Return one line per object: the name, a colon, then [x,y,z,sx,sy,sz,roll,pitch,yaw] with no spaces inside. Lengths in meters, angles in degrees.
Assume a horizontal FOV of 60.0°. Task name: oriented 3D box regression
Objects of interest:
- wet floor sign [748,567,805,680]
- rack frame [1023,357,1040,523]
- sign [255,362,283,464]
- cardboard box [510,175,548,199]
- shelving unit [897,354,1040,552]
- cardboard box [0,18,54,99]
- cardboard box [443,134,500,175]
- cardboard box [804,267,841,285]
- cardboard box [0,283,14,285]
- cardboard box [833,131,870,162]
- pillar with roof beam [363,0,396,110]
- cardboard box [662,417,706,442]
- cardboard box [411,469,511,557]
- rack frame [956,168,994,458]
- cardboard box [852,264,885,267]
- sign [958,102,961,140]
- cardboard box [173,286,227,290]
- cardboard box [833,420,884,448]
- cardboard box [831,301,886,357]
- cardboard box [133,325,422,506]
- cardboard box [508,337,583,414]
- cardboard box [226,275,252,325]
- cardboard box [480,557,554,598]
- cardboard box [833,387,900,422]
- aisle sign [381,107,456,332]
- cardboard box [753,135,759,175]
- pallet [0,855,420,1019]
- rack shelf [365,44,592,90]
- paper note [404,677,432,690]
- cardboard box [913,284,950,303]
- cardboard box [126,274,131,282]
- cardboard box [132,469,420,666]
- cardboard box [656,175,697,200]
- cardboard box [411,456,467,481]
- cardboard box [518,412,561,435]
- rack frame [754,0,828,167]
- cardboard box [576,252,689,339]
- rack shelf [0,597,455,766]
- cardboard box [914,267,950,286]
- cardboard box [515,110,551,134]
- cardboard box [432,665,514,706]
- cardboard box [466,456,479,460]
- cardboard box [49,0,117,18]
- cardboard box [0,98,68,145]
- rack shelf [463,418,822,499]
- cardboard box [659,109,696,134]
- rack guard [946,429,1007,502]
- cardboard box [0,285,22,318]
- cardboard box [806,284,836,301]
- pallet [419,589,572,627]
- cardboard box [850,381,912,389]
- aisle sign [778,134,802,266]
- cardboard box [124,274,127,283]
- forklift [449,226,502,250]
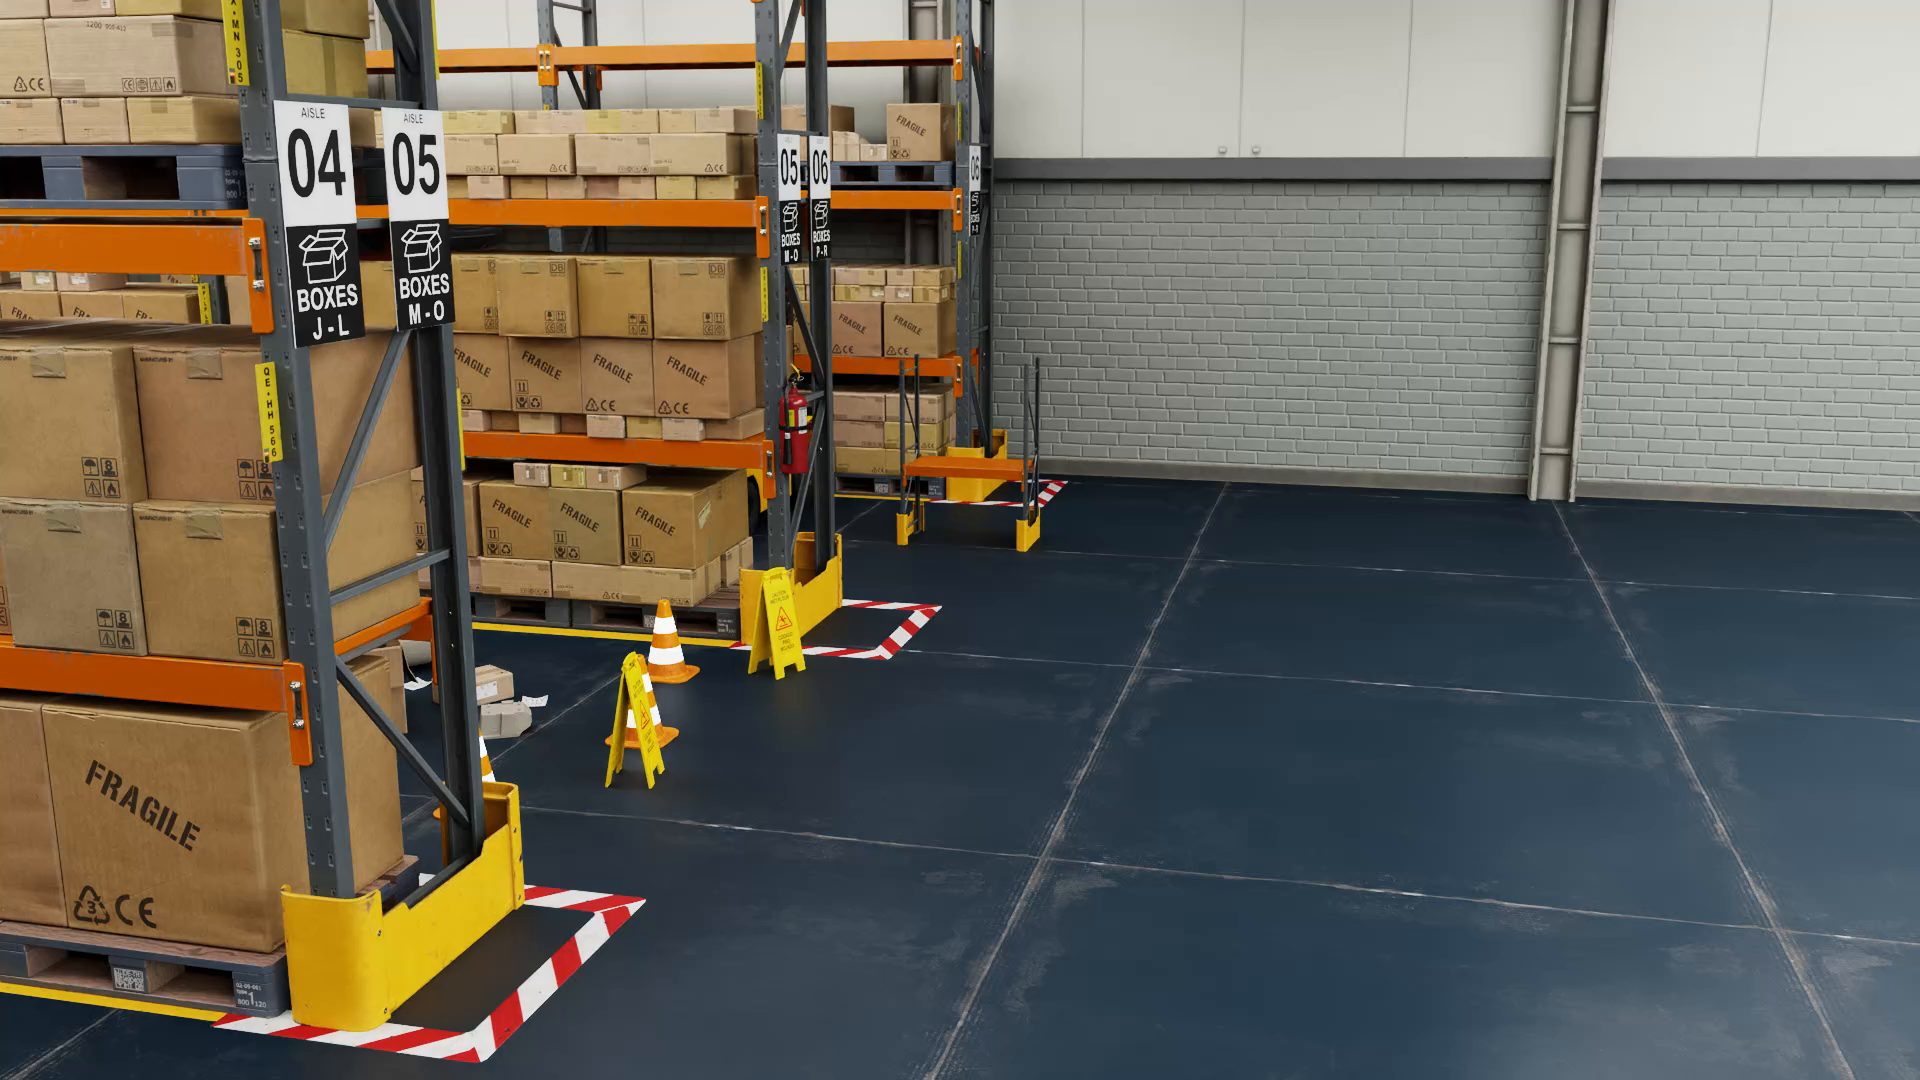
wet floor sign: [-1.116,0.485,10.056,0.232,0.644,0.267,8,15,33]
rack frame: [0.576,-0.701,13.432,0.032,1.500,0.500,3,13,14]
sign: [-2.275,-0.420,5.482,0.005,0.325,0.100,3,13,14]
cardboard box: [-2.694,-2.273,10.706,0.250,0.149,0.380,3,13,12]
shelving unit: [0.074,-0.728,13.553,1.083,1.500,0.587,3,13,14]
cardboard box: [-3.159,-1.636,5.715,0.500,0.250,0.500,3,13,14]
cardboard box: [-3.089,-2.483,10.735,0.500,0.250,0.500,3,13,14]
cardboard box: [-1.267,-2.461,15.484,0.250,0.149,0.380,3,13,15]
cardboard box: [-7.308,-1.697,12.572,0.500,0.500,0.500,2,13,10]
cardboard box: [-0.982,-3.588,15.164,0.258,0.266,0.396,3,13,14]
pillar with roof beam: [-7.175,-4.503,13.256,0.400,9.000,9.100,3,13,14]
cardboard box: [-1.731,-0.740,10.726,0.250,0.149,0.380,3,13,13]
cardboard box: [-3.394,-0.195,11.336,0.500,0.500,0.500,4,13,16]
rack frame: [0.142,-1.943,15.565,0.127,3.000,1.000,3,13,14]
cardboard box: [-0.876,-2.563,15.947,0.250,0.149,0.380,3,13,14]
sign: [-0.002,-3.687,14.642,0.005,0.325,0.100,3,13,14]
cardboard box: [-5.314,-1.590,12.088,0.500,0.500,0.500,3,13,15]
cardboard box: [-0.890,-1.037,15.709,0.500,0.250,0.500,3,13,13]
cardboard box: [-0.901,-1.991,15.551,0.500,0.500,0.500,3,13,15]
cardboard box: [-2.483,-0.480,6.135,0.550,0.550,0.875,3,13,14]
cardboard box: [-2.607,-1.117,10.924,0.500,0.500,0.500,3,13,13]
cardboard box: [-4.552,-1.720,11.336,0.500,0.500,0.700,3,13,13]
cardboard box: [-2.904,0.199,11.292,0.500,0.250,0.500,3,13,12]
cardboard box: [-0.877,-1.277,15.635,0.500,0.250,0.500,3,13,15]
aisle sign: [-1.991,-1.181,6.131,0.004,0.787,0.394,3,13,14]
cardboard box: [-1.468,-2.517,10.889,0.500,0.250,0.500,3,13,13]
pallet: [-2.927,1.484,6.559,1.213,0.211,1.003,3,13,14]
rack shelf: [-5.684,-4.637,16.440,4.000,0.370,1.077,3,13,14]
paper note: [-3.227,0.850,9.858,0.142,0.019,0.148,8,15,33]
cardboard box: [-0.262,-2.267,15.300,0.250,0.149,0.380,3,13,14]
cardboard box: [-9.254,-2.659,17.586,0.637,0.503,0.797,3,13,12]
cardboard box: [-2.503,0.064,6.172,0.550,0.550,0.875,3,13,14]
cardboard box: [-1.707,-2.206,10.408,0.250,0.149,0.380,3,13,14]
cardboard box: [-3.551,-0.506,11.238,0.250,0.149,0.380,4,13,17]
cardboard box: [-2.717,-0.802,11.005,0.250,0.149,0.380,3,13,13]
rack frame: [-1.044,-3.828,10.210,0.127,3.000,1.000,3,13,14]
cardboard box: [-2.082,-1.589,10.747,0.500,0.500,0.700,3,13,14]
rack shelf: [-4.074,0.395,6.690,4.000,0.370,1.077,3,13,14]
cardboard box: [-0.257,-2.428,15.336,0.250,0.149,0.380,3,13,14]
cardboard box: [-2.654,-2.673,10.672,0.250,0.149,0.380,3,13,12]
cardboard box: [-2.800,0.850,9.560,0.250,0.149,0.380,12,17,43]
cardboard box: [-3.795,-0.335,11.965,0.500,0.500,0.500,3,13,15]
cardboard box: [-2.782,-1.797,5.521,0.250,0.149,0.380,3,13,14]
cardboard box: [-3.030,-1.421,5.666,0.250,0.149,0.380,3,13,14]
rack shelf: [-2.986,-0.651,11.406,4.000,0.370,1.077,3,13,14]
cardboard box: [-1.684,-2.607,10.372,0.250,0.149,0.380,3,13,15]
rack guard: [0.165,-0.721,15.831,0.348,0.500,1.175,3,13,14]
cardboard box: [-6.921,-1.562,11.960,0.500,0.500,0.500,3,13,11]
cardboard box: [-1.263,-2.320,15.537,0.250,0.149,0.380,3,13,12]
pallet: [-3.079,0.345,11.691,1.213,0.211,1.003,3,13,14]
cardboard box: [-0.766,-1.384,16.115,0.500,0.250,0.500,3,13,14]
aisle sign: [-1.053,-2.104,10.289,0.004,0.787,0.394,3,13,14]
cardboard box: [-6.379,-1.956,12.238,0.250,0.149,0.380,4,13,17]
forklift: [-4.521,-1.604,14.198,3.031,2.935,1.130,3,13,13]
